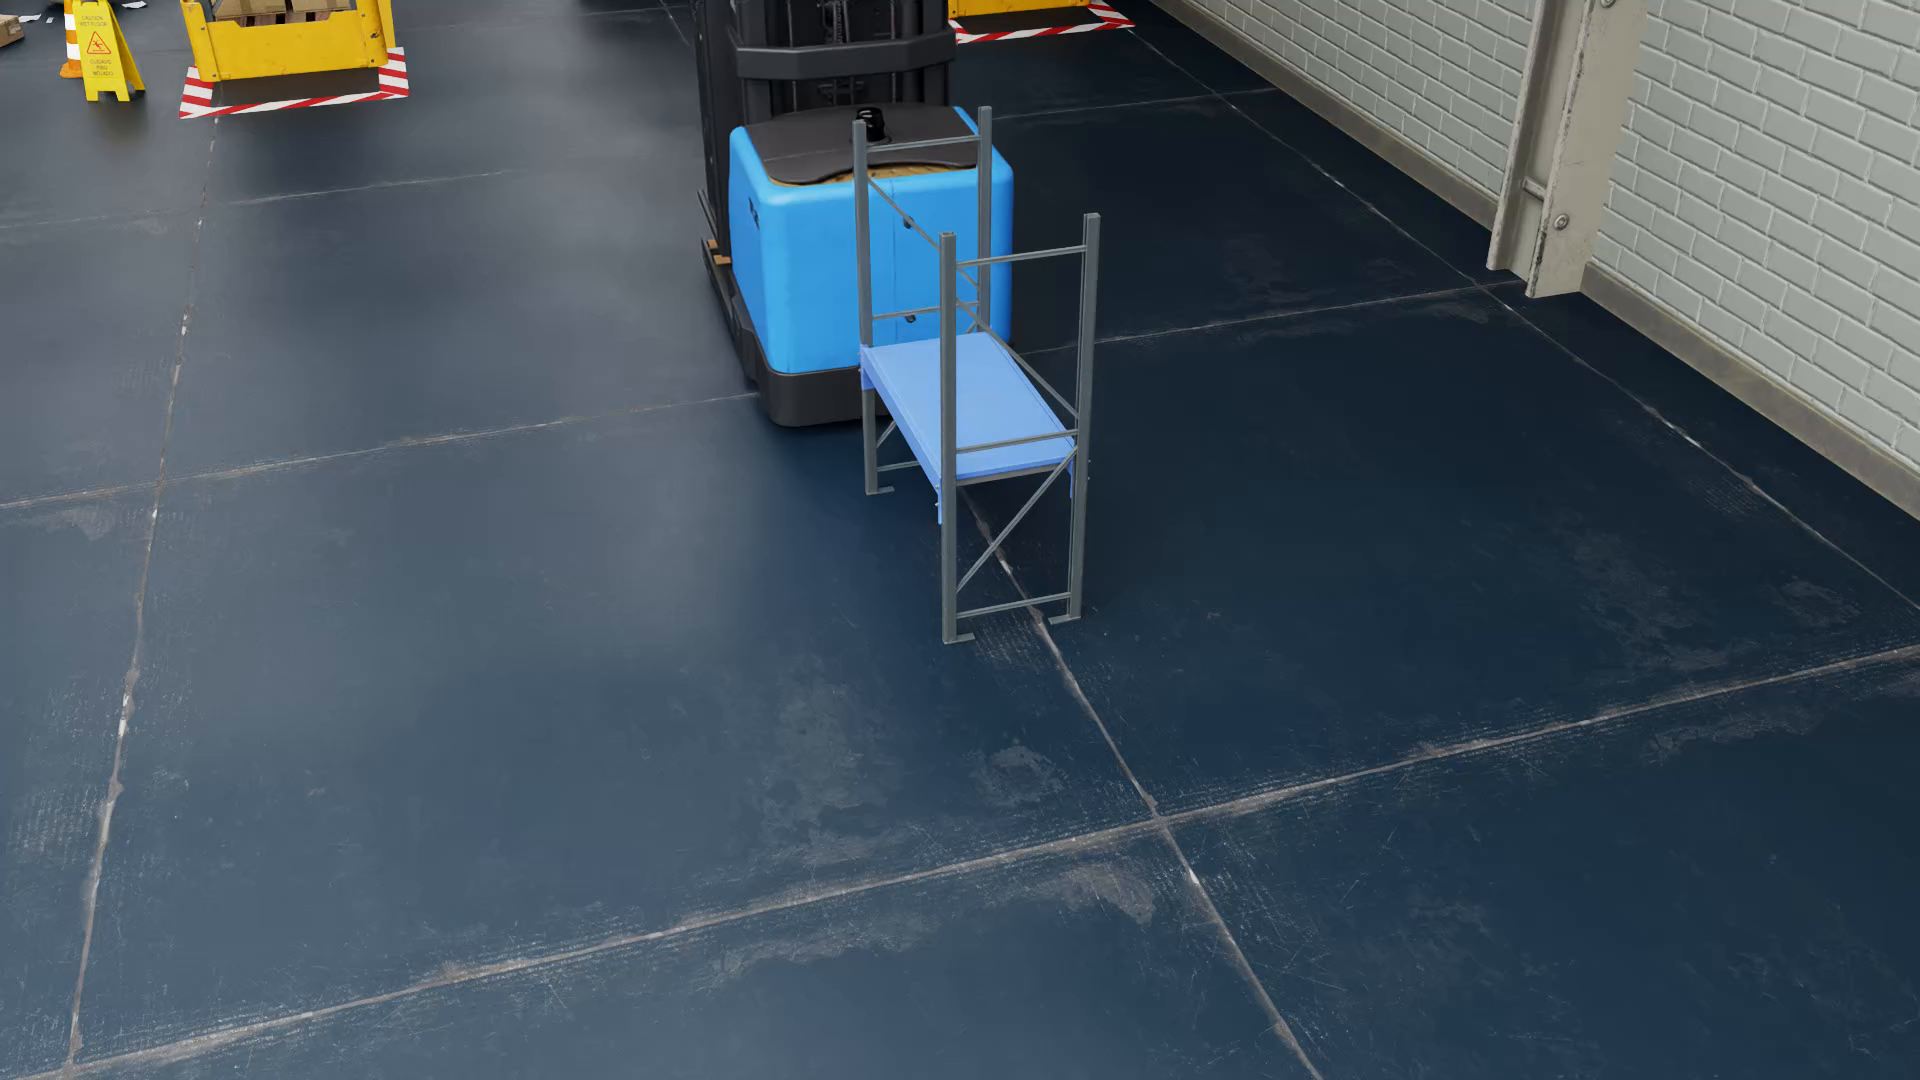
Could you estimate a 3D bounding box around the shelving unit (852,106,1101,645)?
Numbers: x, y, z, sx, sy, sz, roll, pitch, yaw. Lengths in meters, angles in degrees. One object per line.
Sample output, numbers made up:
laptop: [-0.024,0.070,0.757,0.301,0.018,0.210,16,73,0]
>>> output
shelving unit: [0.026,-0.581,5.769,0.538,1.500,1.048,-10,35,-15]

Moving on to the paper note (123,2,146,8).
paper note: [-6.029,-3.915,12.148,0.142,0.019,0.148,-23,40,-31]

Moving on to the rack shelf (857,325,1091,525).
rack shelf: [0.026,-0.431,5.868,0.538,0.185,1.000,-10,35,-15]

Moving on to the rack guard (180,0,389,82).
rack guard: [-4.389,-3.339,10.849,1.175,0.500,0.348,-10,35,-15]

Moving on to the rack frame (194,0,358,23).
rack frame: [-4.365,-4.342,10.100,1.000,3.000,0.127,-10,35,-15]

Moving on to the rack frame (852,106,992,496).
rack frame: [-0.129,-0.848,6.173,0.500,1.500,0.032,-10,35,-15]

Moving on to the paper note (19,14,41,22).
paper note: [-6.666,-3.731,11.879,0.148,0.019,0.142,1,33,2]

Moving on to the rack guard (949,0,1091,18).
rack guard: [0.368,-4.123,12.036,1.175,0.500,0.348,-10,35,-15]

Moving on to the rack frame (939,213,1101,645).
rack frame: [0.181,-0.314,5.365,0.500,1.500,0.032,-10,35,-15]

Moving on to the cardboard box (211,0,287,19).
cardboard box: [-4.875,-3.762,11.335,0.500,0.250,0.500,-10,35,-15]

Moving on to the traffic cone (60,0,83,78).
traffic cone: [-5.725,-3.292,10.813,0.336,0.463,0.334,-10,35,-15]

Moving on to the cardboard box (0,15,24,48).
cardboard box: [-6.689,-3.501,11.413,0.380,0.149,0.250,7,34,10]

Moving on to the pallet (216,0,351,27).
pallet: [-4.603,-3.651,11.584,1.003,0.211,1.213,-10,35,-15]

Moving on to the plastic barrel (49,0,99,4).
plastic barrel: [-6.437,-4.097,12.066,0.512,0.421,0.421,13,36,18]

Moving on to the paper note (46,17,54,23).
paper note: [-6.484,-3.705,11.847,0.032,0.001,0.123,-10,35,-15]

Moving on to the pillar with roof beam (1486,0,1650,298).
pillar with roof beam: [-1.263,-4.324,4.632,9.100,9.000,0.400,-10,35,-15]

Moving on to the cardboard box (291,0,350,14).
cardboard box: [-4.348,-3.840,11.453,0.500,0.250,0.500,-10,35,-15]

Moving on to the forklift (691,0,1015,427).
forklift: [-0.653,-2.494,7.366,1.130,2.935,3.031,-9,34,-13]

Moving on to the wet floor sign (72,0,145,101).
wet floor sign: [-5.326,-3.080,10.326,0.267,0.644,0.232,1,33,2]
